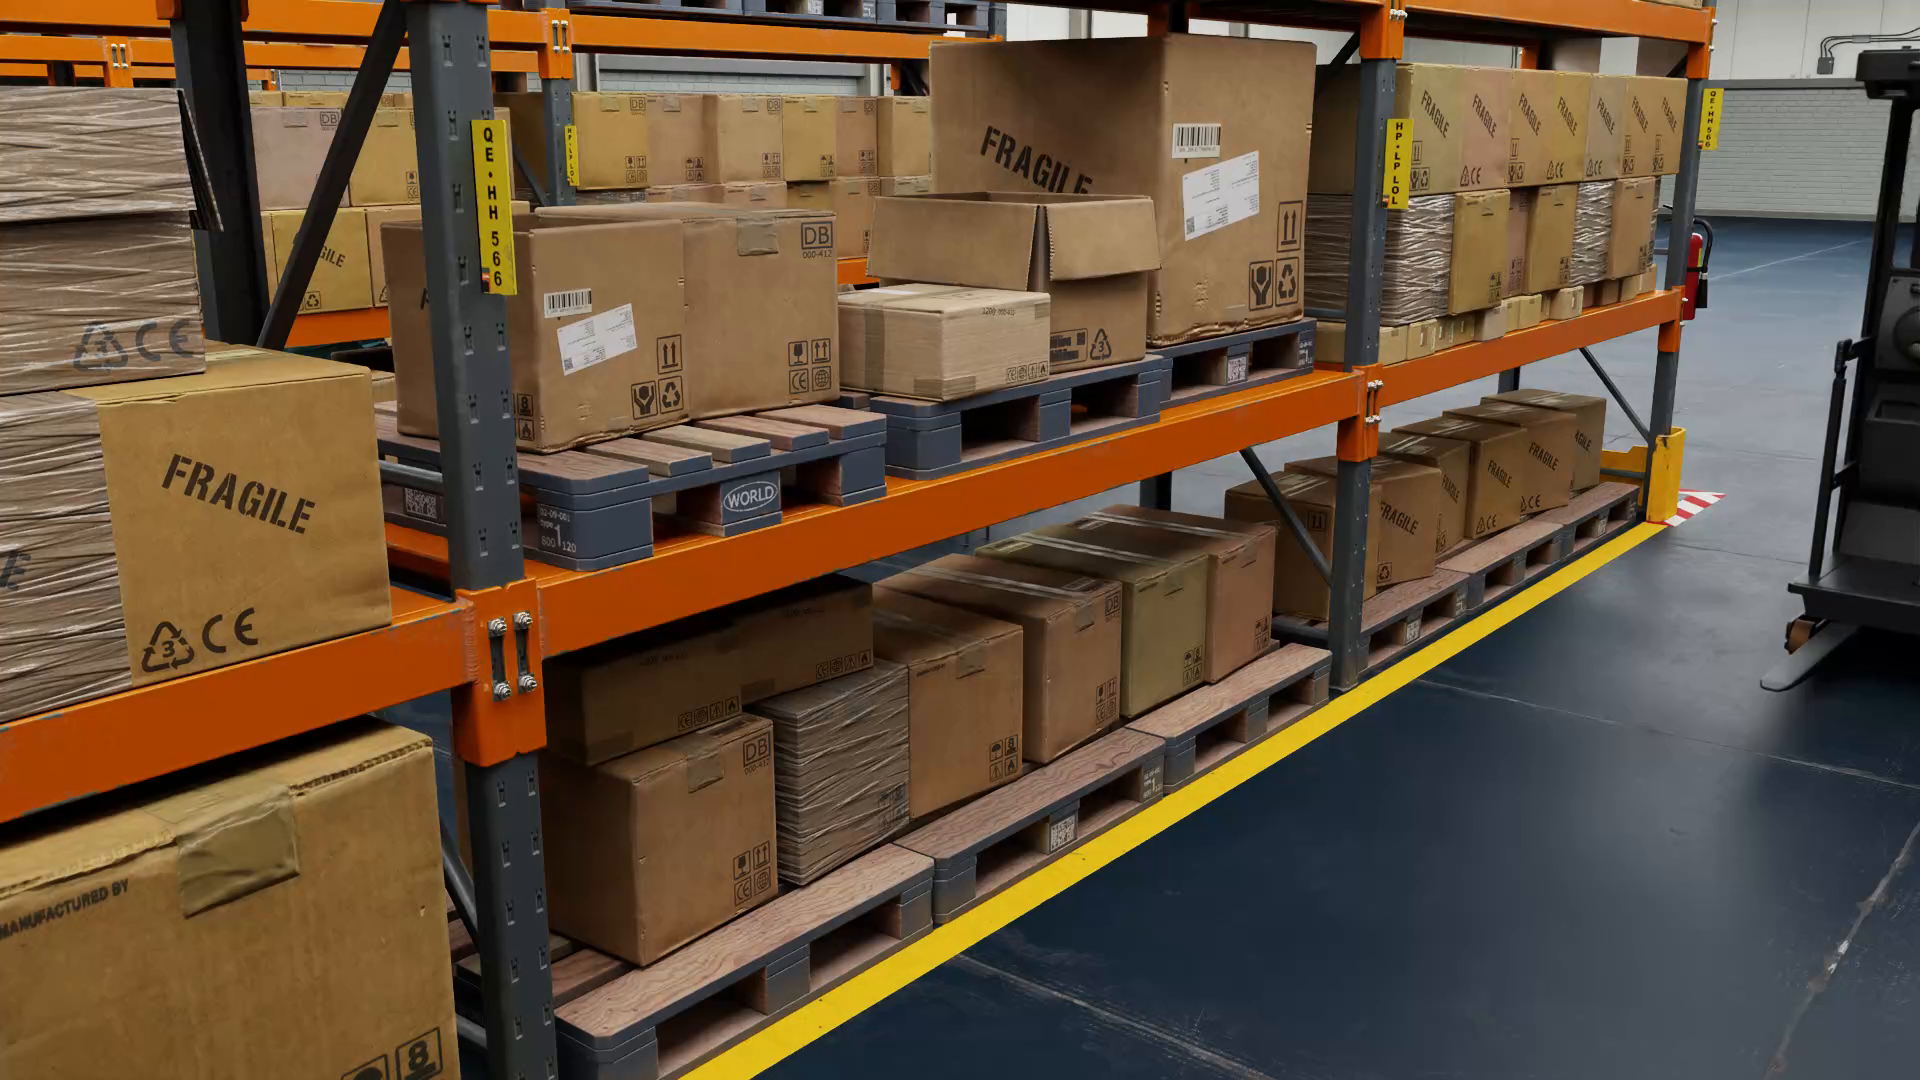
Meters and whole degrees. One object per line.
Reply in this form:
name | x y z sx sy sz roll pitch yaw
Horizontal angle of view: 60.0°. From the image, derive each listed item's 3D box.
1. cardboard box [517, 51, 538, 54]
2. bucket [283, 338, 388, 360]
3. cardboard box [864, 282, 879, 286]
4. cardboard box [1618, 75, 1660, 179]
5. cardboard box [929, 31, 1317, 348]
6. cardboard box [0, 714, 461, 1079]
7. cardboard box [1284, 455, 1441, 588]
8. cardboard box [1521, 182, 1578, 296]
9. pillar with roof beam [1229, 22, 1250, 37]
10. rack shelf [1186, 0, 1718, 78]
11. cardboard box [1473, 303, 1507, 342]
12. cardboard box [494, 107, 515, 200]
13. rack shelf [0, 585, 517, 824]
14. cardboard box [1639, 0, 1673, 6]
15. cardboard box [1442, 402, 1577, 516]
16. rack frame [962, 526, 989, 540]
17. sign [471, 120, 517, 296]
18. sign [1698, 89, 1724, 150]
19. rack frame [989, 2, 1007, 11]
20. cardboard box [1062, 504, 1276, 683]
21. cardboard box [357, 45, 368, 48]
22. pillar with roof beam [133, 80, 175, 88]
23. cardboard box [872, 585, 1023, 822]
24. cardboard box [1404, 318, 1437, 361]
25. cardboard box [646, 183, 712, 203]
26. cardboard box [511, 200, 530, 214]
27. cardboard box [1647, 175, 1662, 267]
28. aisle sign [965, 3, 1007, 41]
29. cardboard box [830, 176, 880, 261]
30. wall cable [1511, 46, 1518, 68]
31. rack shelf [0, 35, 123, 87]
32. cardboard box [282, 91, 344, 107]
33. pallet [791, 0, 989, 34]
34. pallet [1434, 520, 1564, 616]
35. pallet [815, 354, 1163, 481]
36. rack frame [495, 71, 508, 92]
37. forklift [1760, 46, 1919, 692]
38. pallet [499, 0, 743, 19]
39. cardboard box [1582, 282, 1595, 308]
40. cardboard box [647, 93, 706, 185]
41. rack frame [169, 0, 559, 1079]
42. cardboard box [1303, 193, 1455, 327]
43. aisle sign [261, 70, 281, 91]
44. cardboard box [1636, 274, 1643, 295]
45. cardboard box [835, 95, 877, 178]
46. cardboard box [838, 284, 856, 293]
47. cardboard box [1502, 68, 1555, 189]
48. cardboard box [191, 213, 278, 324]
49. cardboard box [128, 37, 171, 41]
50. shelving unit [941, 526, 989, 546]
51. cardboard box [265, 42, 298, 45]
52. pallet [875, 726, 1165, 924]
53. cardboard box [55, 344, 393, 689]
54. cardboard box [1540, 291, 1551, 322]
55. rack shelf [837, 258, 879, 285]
cardboard box | -4.007 -4.442 14.934 0.380 0.149 0.250 11 18 38
bucket | -4.309 -1.242 11.480 0.620 0.611 0.726 -19 22 -27
cardboard box | -0.462 -1.509 12.431 0.875 0.875 0.875 11 18 38
cardboard box | 3.244 -2.125 8.558 0.500 0.500 0.500 11 18 38
cardboard box | 0.585 -1.286 6.021 1.000 1.000 1.000 11 18 38
cardboard box | -1.771 0.799 3.347 1.225 0.875 0.875 10 17 35
cardboard box | 1.830 -0.095 7.629 0.500 0.500 0.500 -9 17 -32
cardboard box | 2.448 -1.482 8.058 0.875 0.500 0.500 11 18 38
pillar with roof beam | 9.430 -10.833 33.489 9.100 9.000 0.400 11 18 38
rack shelf | 2.450 -2.410 7.887 1.077 0.370 4.000 11 18 38
cardboard box | 2.204 -0.984 7.413 0.380 0.149 0.250 11 18 38
cardboard box | -2.908 -2.146 9.244 0.700 0.500 0.500 11 18 37
rack shelf | -2.578 0.576 2.225 1.077 0.370 4.000 11 18 38
cardboard box | 3.290 -2.841 8.428 0.500 0.250 0.500 11 18 38
cardboard box | 2.953 -0.443 8.999 0.500 0.500 0.500 -10 17 -35
rack frame | 0.067 -0.602 9.055 0.240 1.200 0.006 11 18 38
sign | -0.887 -0.632 3.166 0.100 0.325 0.005 11 18 38
sign | 4.127 -2.313 9.141 0.100 0.325 0.005 11 18 38
rack frame | -0.087 -5.383 12.034 1.000 3.000 0.127 11 18 38
cardboard box | 0.791 0.191 6.464 0.700 0.500 0.500 10 17 33
cardboard box | -4.938 -4.141 13.749 0.380 0.149 0.250 11 18 37
pillar with roof beam | -5.654 -6.237 15.396 9.100 9.000 0.400 11 18 38
cardboard box | -0.225 0.493 5.273 0.700 0.500 0.500 13 19 42
cardboard box | 1.730 -0.841 6.850 0.380 0.149 0.250 11 18 38
cardboard box | -2.050 -1.963 10.453 0.875 0.550 0.550 11 18 38
cardboard box | -2.721 -1.616 9.189 0.500 0.500 0.500 11 18 37
cardboard box | 3.340 -1.780 9.228 0.875 0.500 0.500 11 18 38
aisle sign | 0.191 -3.702 12.324 0.394 0.787 0.004 11 18 38
cardboard box | -1.063 -2.273 11.674 0.875 0.550 0.550 11 18 38
wall cable | 12.733 -11.503 42.432 3.097 2.526 0.112 11 18 38
rack shelf | -7.772 -3.178 10.908 1.077 0.370 4.000 11 18 38
cardboard box | -5.395 -3.370 13.458 0.700 0.500 0.500 11 18 36
pallet | -0.545 -3.742 11.849 1.003 0.211 1.213 11 18 38
pallet | 2.354 0.061 8.455 1.003 0.211 1.213 11 18 38
pallet | -0.108 -0.448 5.185 1.003 0.211 1.213 11 18 38
rack frame | -4.001 -3.222 15.712 1.000 3.000 0.127 11 18 38
forklift | 4.182 -0.893 6.685 1.130 2.935 3.031 12 19 39
pallet | -2.079 -3.275 10.009 1.003 0.211 1.213 11 18 38
cardboard box | 3.056 -1.289 8.615 0.380 0.149 0.250 11 18 38
cardboard box | -2.087 -2.494 10.349 0.875 0.550 0.550 11 18 38
rack frame | -1.321 -0.156 3.644 1.000 3.000 0.127 11 18 38
cardboard box | 1.524 -1.191 6.912 0.875 0.500 0.500 11 18 38
aisle sign | -7.594 -5.216 18.283 0.394 0.787 0.004 11 18 38
cardboard box | 3.531 -1.432 9.178 0.380 0.149 0.250 11 18 38
cardboard box | -1.082 -2.800 11.555 0.875 0.550 0.550 11 18 38
cardboard box | -0.483 -0.655 5.031 0.396 0.266 0.258 11 18 36
cardboard box | 2.302 -1.838 7.427 0.500 0.500 0.500 11 18 38
cardboard box | -3.673 -1.325 8.043 0.500 0.500 0.500 11 18 37
cardboard box | -6.124 -3.810 12.445 0.380 0.149 0.250 11 18 37
shelving unit | 0.009 -0.584 8.986 0.258 1.200 0.189 11 18 38
cardboard box | -5.485 -4.007 13.220 0.380 0.149 0.250 11 18 36
pallet | -0.061 0.814 5.492 1.003 0.211 1.213 11 18 38
cardboard box | -1.438 -0.072 3.109 0.500 0.500 0.500 12 19 39
cardboard box | 2.617 -1.139 8.025 0.380 0.149 0.250 11 18 38
rack shelf | -1.344 -1.743 11.354 1.077 0.370 4.000 11 18 38
